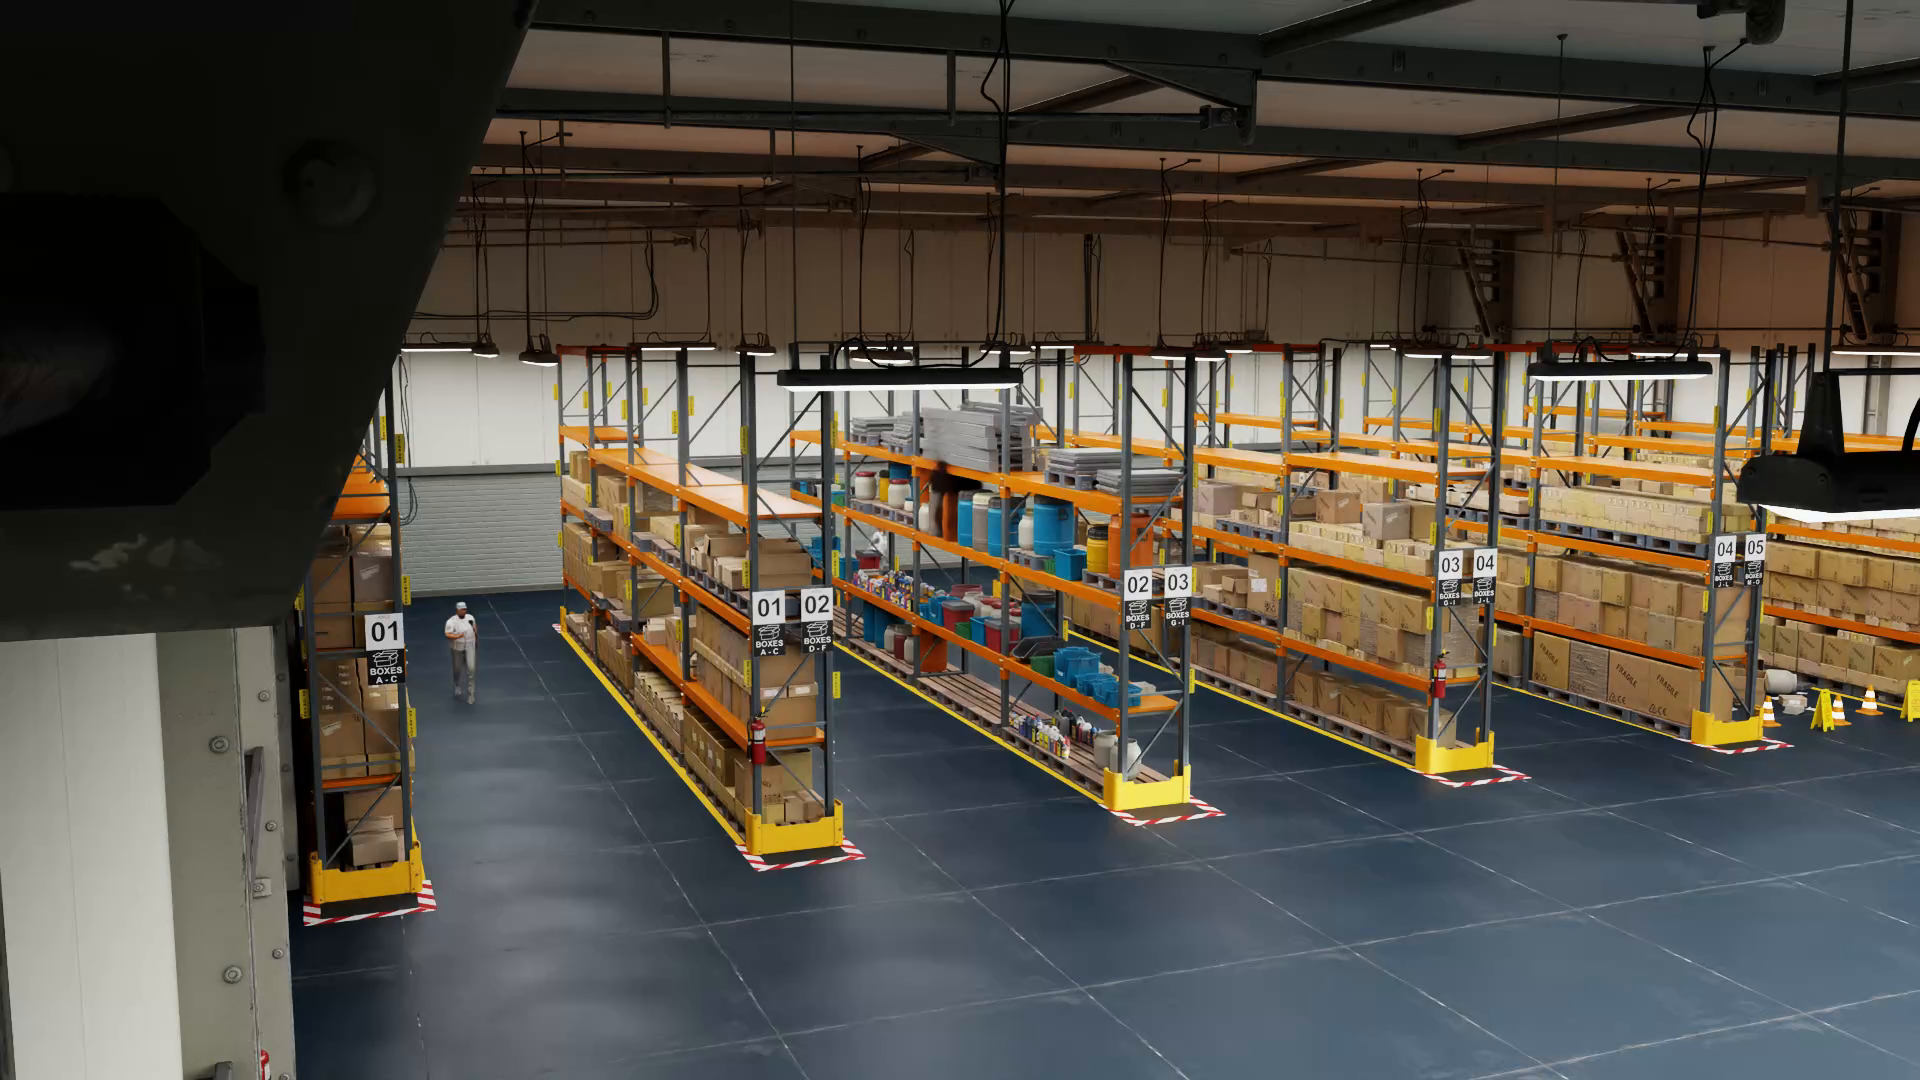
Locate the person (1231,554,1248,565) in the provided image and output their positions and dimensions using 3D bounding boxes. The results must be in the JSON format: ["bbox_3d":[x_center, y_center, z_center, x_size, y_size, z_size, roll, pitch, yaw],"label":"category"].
[{"bbox_3d":[7.283,-0.052,43.092,1.035,1.761,0.708,-6,9,-40],"label":"person"}]

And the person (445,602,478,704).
[{"bbox_3d":[-8.522,1.892,28.446,0.563,1.712,0.855,-3,8,-24],"label":"person"}]

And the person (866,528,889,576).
[{"bbox_3d":[-1.988,0.399,40.017,0.634,1.730,0.682,3,8,20],"label":"person"}]
